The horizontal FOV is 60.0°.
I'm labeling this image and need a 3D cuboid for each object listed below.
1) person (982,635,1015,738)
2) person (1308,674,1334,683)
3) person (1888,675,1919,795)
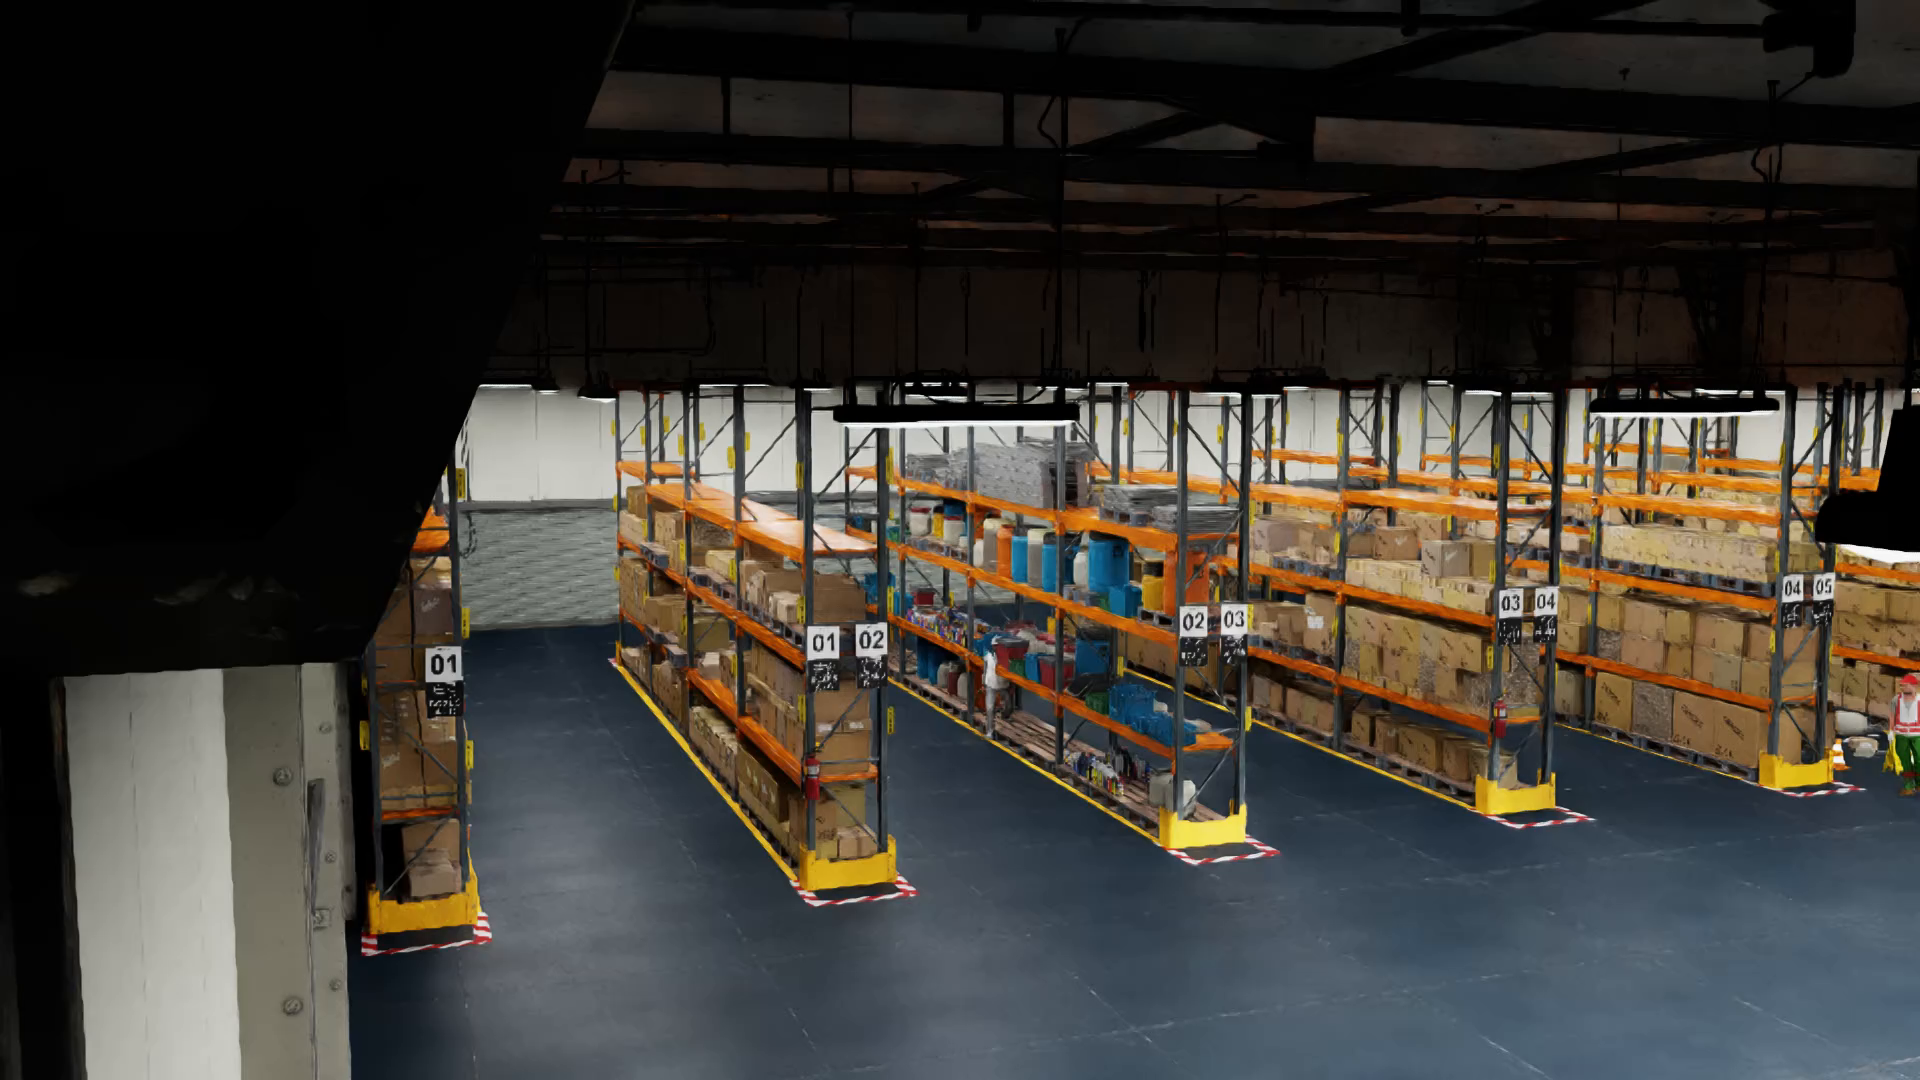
[{"bbox_3d":[0.657,2.463,28.223,0.574,1.742,0.965,0,6,2],"label":"person"},{"bbox_3d":[6.918,2.161,31.425,0.542,1.675,1.109,-2,6,-18],"label":"person"},{"bbox_3d":[13.964,2.857,24.392,0.624,1.783,0.388,5,8,39],"label":"person"}]
